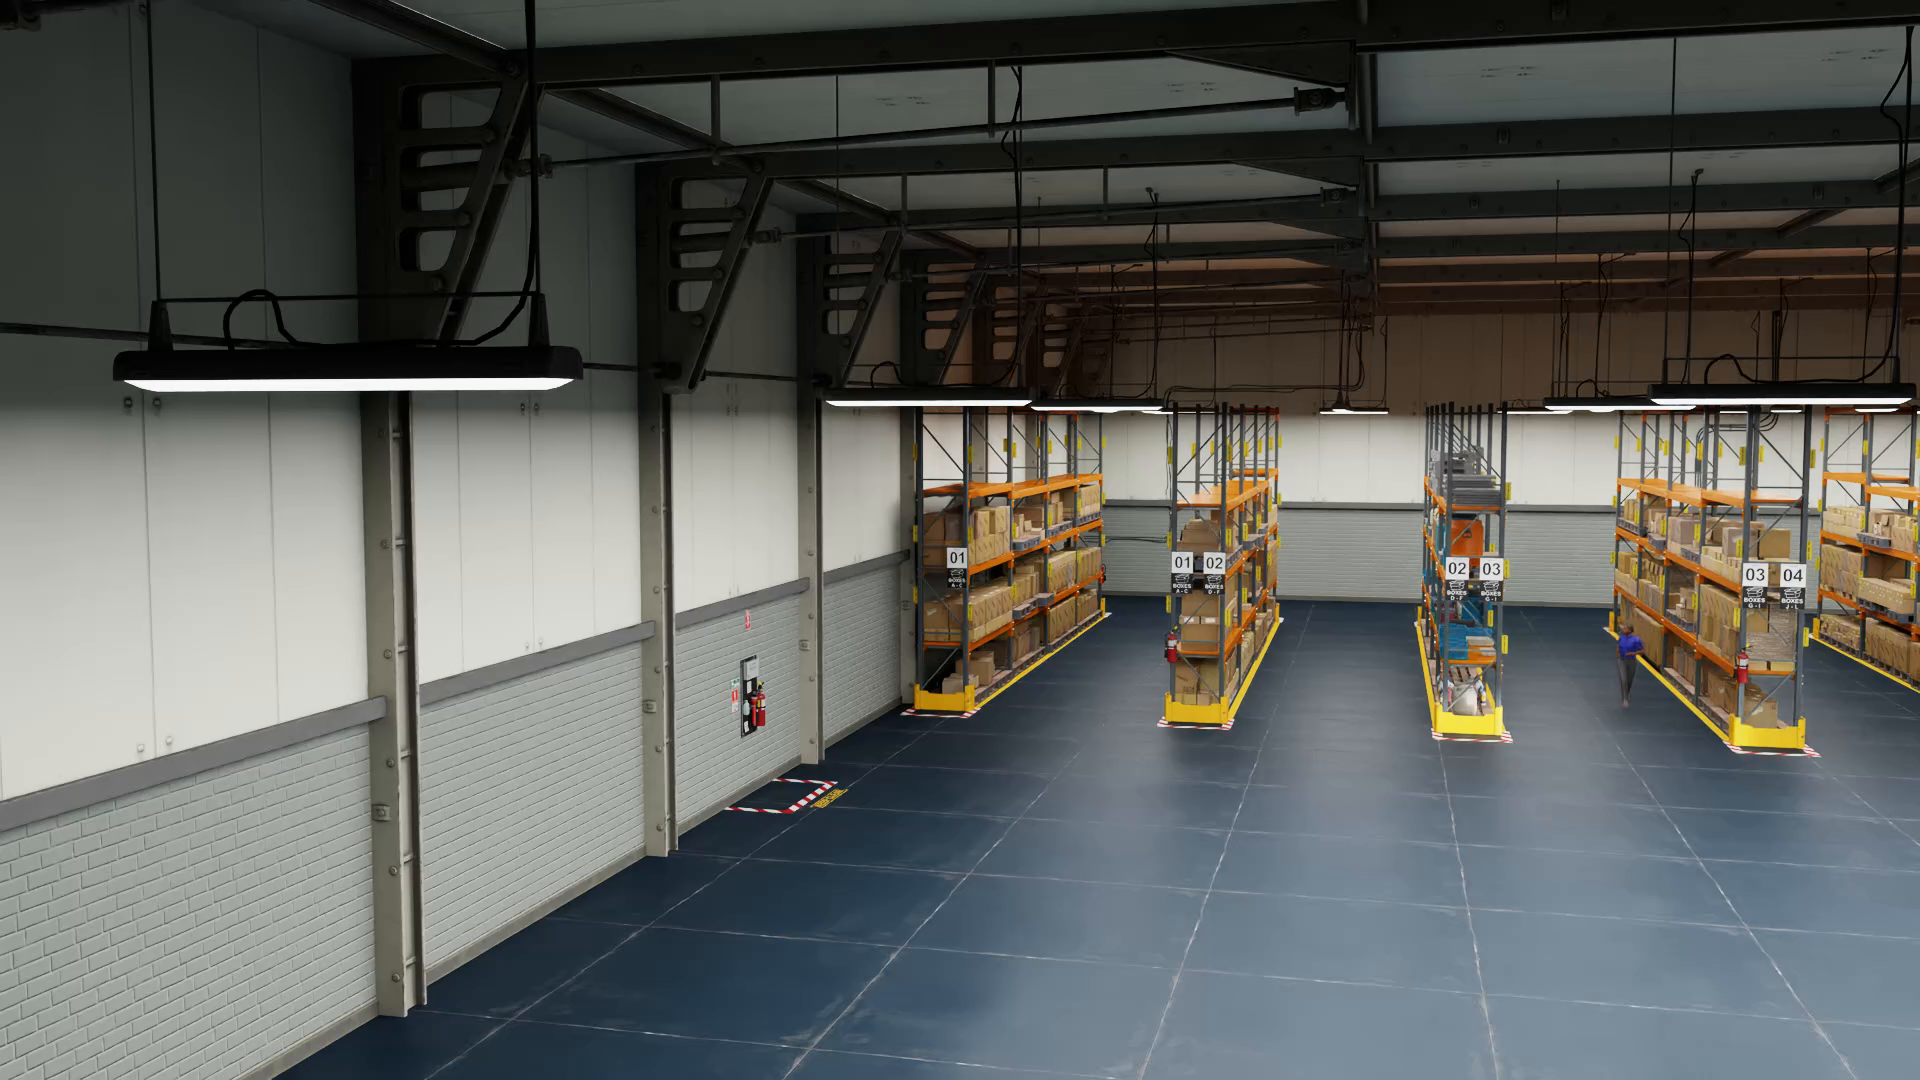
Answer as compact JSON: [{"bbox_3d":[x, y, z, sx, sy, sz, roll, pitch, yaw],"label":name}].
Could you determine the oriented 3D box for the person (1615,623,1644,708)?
[{"bbox_3d":[13.248,2.450,32.888,0.508,1.609,0.992,1,4,14],"label":"person"}]

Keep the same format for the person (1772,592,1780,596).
[{"bbox_3d":[21.873,1.583,44.356,0.597,1.746,1.079,4,6,44],"label":"person"}]
